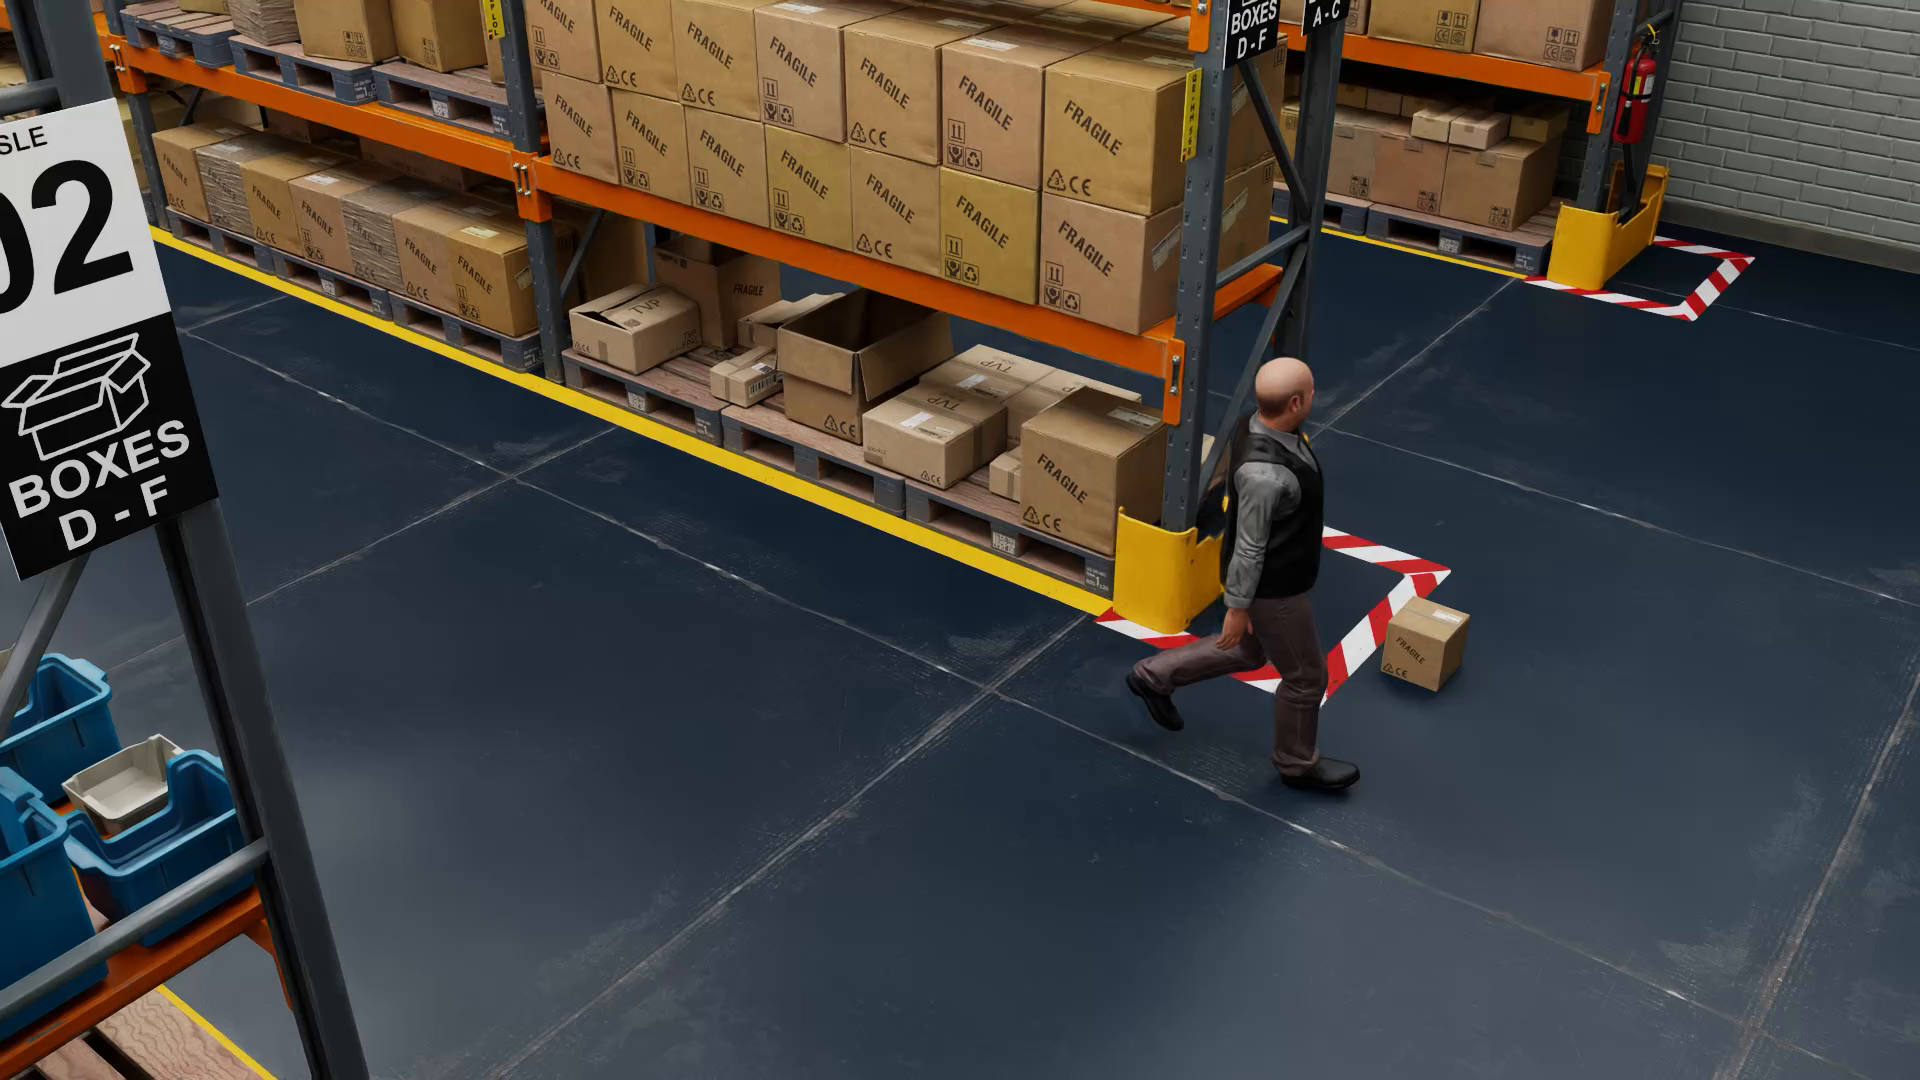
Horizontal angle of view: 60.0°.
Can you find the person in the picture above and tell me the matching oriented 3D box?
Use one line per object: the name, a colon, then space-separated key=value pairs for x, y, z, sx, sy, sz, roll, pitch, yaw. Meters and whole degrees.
person: x=1.067 y=0.100 z=5.949 sx=0.906 sy=1.638 sz=0.572 roll=5 pitch=31 yaw=9
